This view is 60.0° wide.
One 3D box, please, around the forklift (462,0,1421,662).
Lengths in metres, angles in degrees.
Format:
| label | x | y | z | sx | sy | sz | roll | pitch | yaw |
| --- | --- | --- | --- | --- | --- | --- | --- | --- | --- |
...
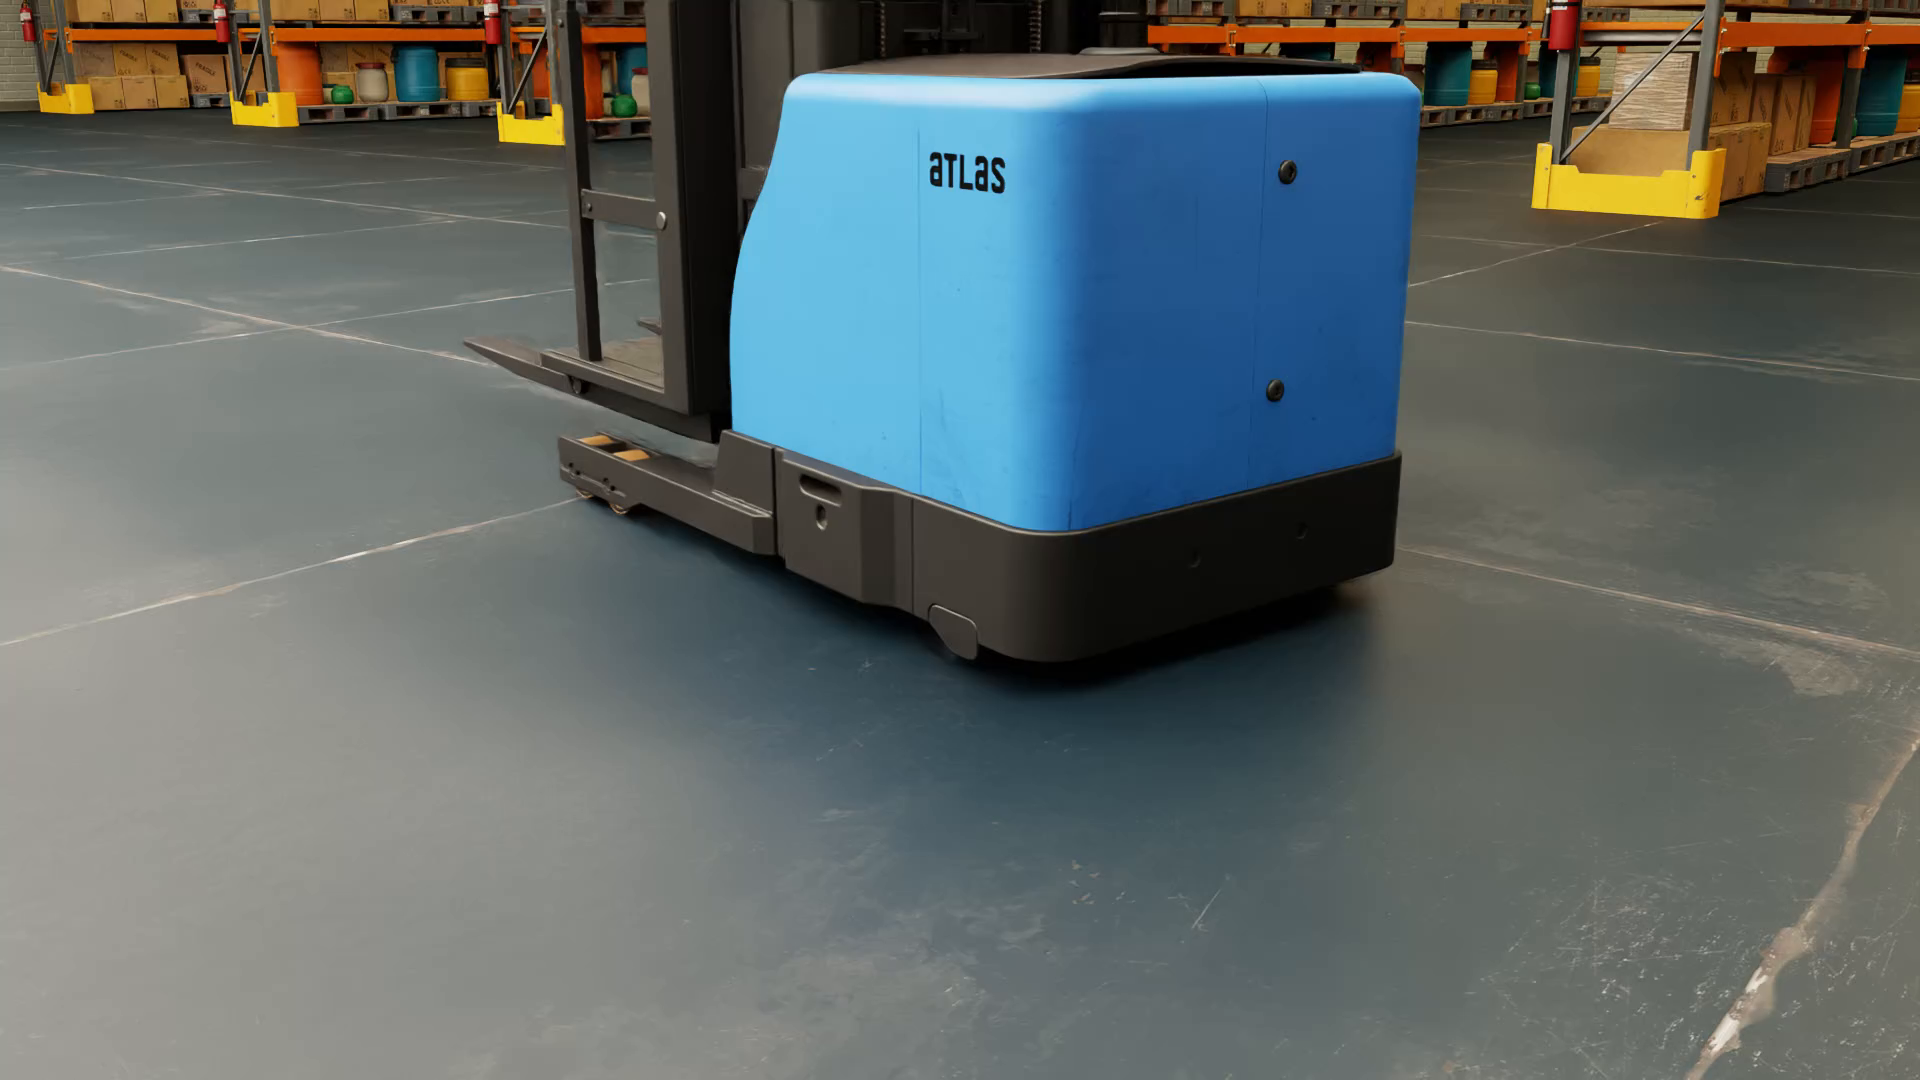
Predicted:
| label | x | y | z | sx | sy | sz | roll | pitch | yaw |
| --- | --- | --- | --- | --- | --- | --- | --- | --- | --- |
| forklift | -0.380 | -1.541 | 3.973 | 1.130 | 2.935 | 3.031 | -13 | 21 | -36 |
